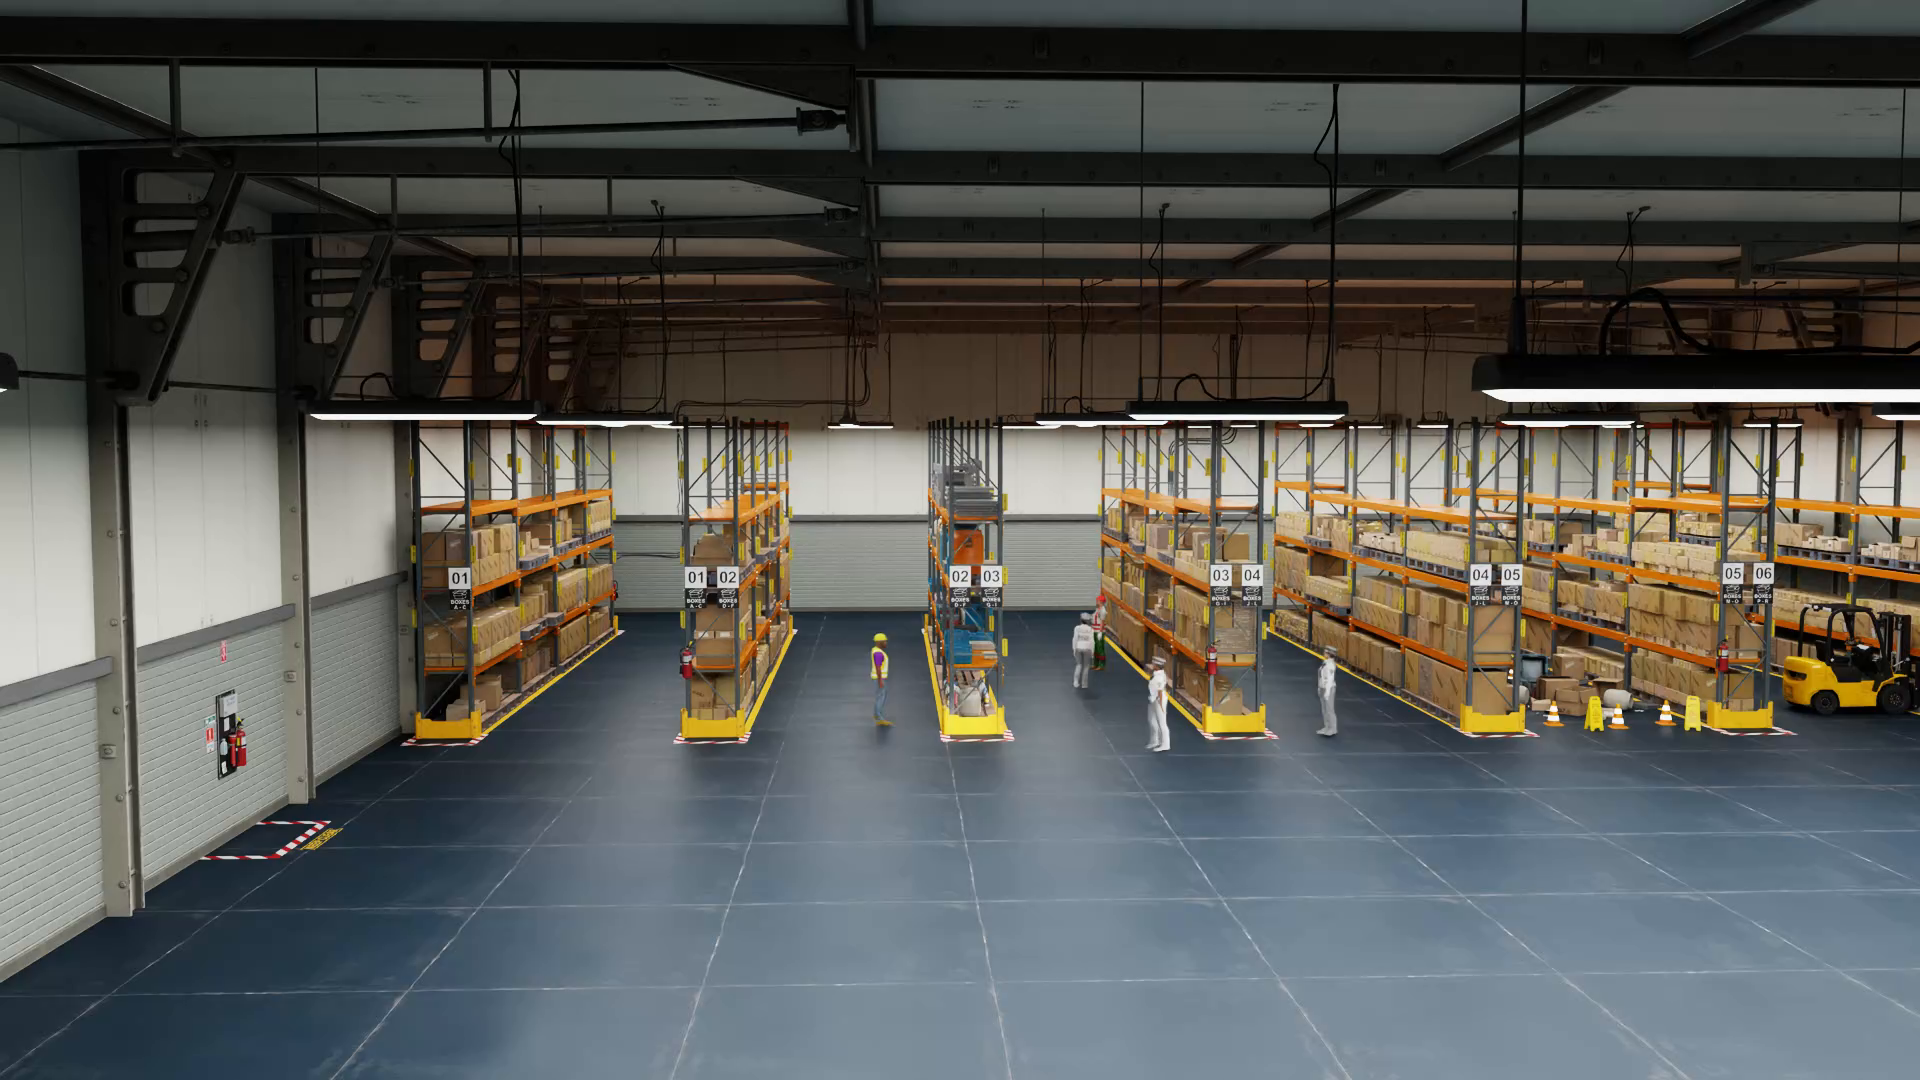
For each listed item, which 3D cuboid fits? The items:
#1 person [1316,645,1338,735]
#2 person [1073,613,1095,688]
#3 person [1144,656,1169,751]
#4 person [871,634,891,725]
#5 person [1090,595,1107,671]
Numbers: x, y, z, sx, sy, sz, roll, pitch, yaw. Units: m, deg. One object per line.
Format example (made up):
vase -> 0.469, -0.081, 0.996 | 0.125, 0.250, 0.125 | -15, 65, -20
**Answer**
person -> 6.922, 2.836, 31.439 | 0.387, 1.698, 0.548 | -1, 4, -14
person -> 2.743, 2.456, 36.940 | 0.482, 1.685, 0.482 | 2, 4, 28
person -> 3.525, 2.938, 29.907 | 0.417, 1.718, 0.640 | -1, 4, -10
person -> -1.549, 2.756, 32.565 | 0.390, 1.851, 0.650 | 0, 4, -2
person -> 3.302, 2.214, 39.721 | 0.400, 1.792, 0.597 | -1, 4, -20
